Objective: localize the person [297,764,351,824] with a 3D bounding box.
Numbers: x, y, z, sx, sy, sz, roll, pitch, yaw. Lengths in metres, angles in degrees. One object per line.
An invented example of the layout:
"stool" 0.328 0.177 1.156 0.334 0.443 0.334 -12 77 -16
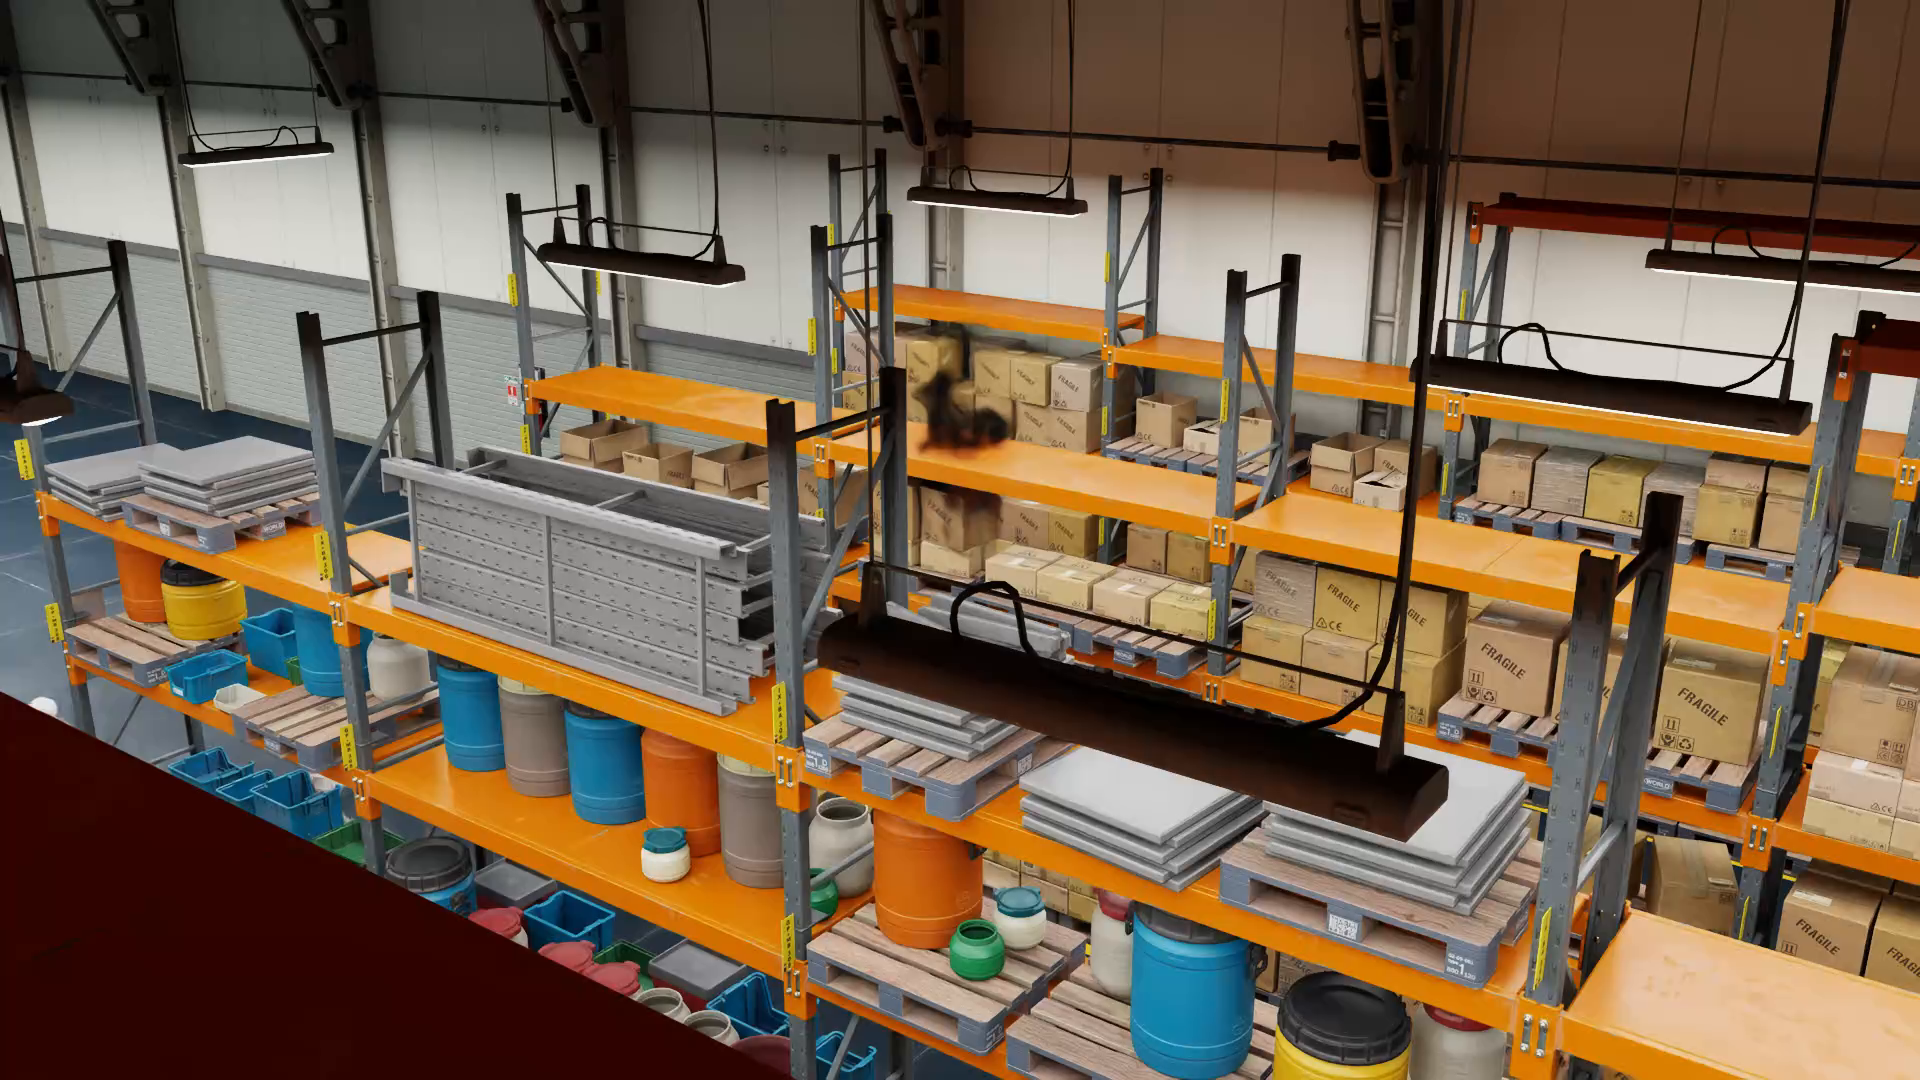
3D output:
"person" -5.978 2.302 15.656 0.540 1.650 0.590 7 20 19

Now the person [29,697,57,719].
"person" -8.458 2.267 15.656 0.595 1.733 0.687 -7 20 -21

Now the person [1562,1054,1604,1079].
"person" 3.851 3.949 10.561 0.718 1.775 0.709 11 21 29
